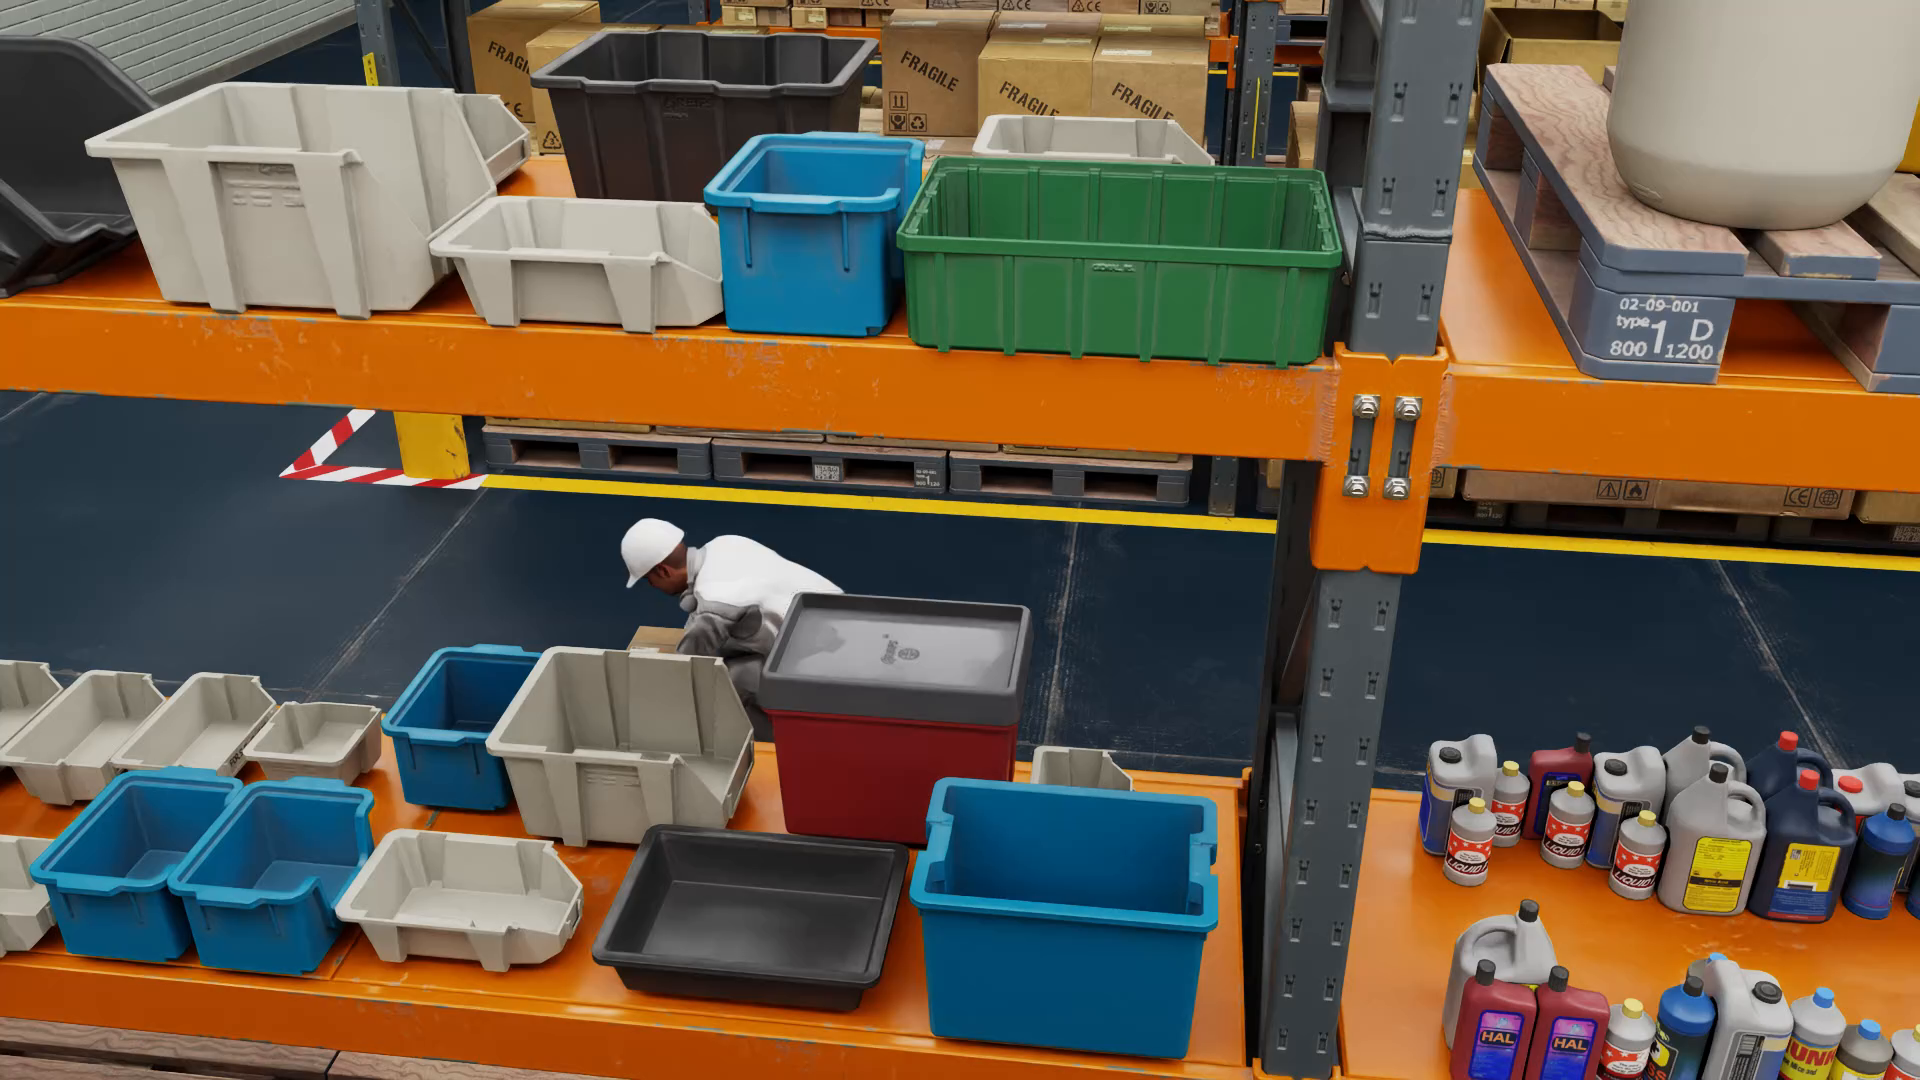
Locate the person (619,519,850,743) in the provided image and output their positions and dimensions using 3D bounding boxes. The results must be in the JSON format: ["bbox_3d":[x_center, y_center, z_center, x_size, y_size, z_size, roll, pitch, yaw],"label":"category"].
[{"bbox_3d":[-0.792,0.373,6.219,0.881,1.010,0.516,3,28,5],"label":"person"}]
